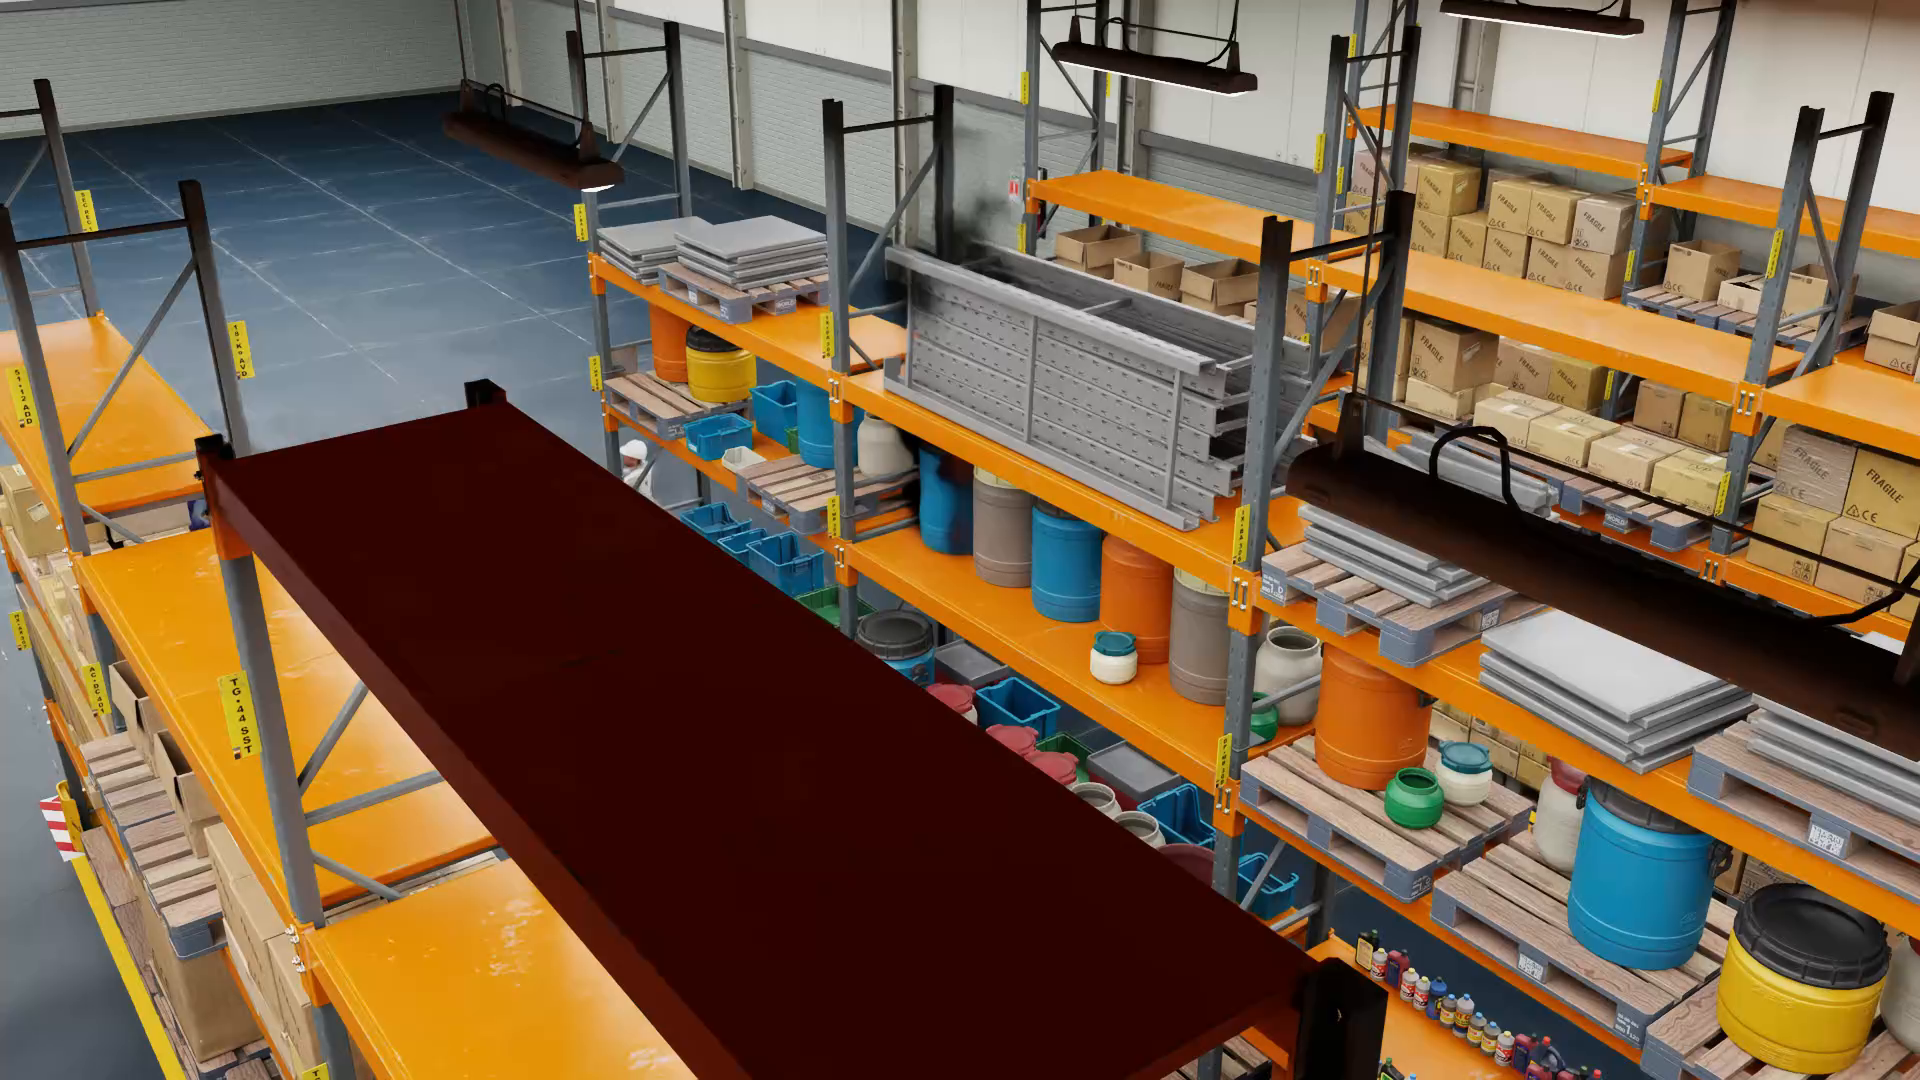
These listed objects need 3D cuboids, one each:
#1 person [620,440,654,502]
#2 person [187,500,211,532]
[{"bbox_3d":[-3.388,-0.257,17.486,0.878,1.735,0.716,-1,25,-2],"label":"person"},{"bbox_3d":[-8.545,-0.561,18.302,0.762,1.591,0.605,-7,26,-14],"label":"person"}]
